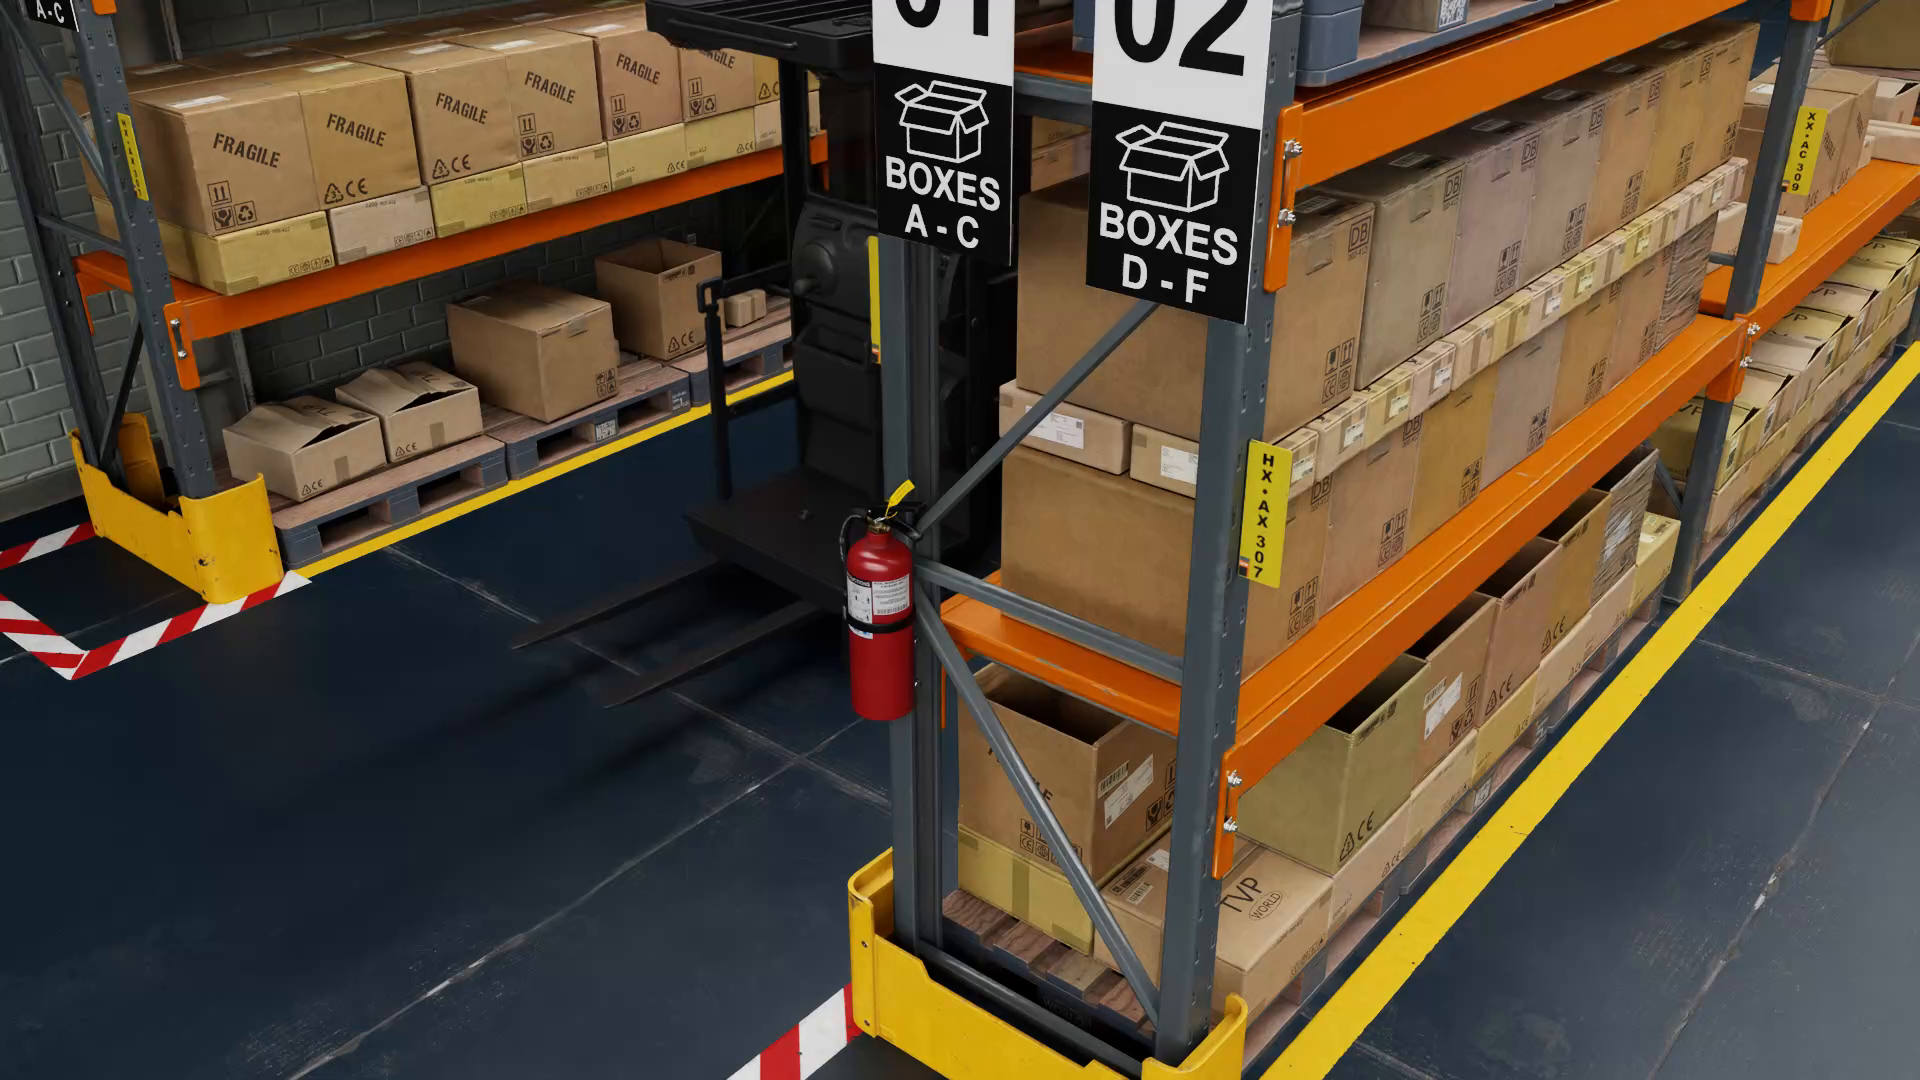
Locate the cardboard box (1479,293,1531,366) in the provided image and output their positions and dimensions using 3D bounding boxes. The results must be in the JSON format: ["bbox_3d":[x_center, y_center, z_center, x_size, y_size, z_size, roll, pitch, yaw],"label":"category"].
[{"bbox_3d":[1.461,-0.664,4.955,0.380,0.149,0.250,20,34,34],"label":"cardboard box"}]

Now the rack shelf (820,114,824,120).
[{"bbox_3d":[0.220,-3.053,11.169,1.077,0.370,4.000,21,34,34],"label":"rack shelf"}]

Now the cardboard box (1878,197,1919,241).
[{"bbox_3d":[5.827,-1.798,10.202,0.500,0.500,0.500,22,35,36],"label":"cardboard box"}]

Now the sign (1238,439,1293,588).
[{"bbox_3d":[0.652,-0.054,3.561,0.100,0.325,0.005,21,34,34],"label":"sign"}]

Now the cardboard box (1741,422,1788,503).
[{"bbox_3d":[3.546,-0.433,7.858,0.500,0.250,0.500,22,34,36],"label":"cardboard box"}]

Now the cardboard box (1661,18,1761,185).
[{"bbox_3d":[2.495,-1.678,6.208,0.700,0.500,0.500,21,34,35],"label":"cardboard box"}]

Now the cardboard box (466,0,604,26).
[{"bbox_3d":[-2.166,-2.475,8.596,0.500,0.500,0.500,22,34,36],"label":"cardboard box"}]

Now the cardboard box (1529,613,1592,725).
[{"bbox_3d":[2.014,0.402,6.243,0.500,0.250,0.500,21,34,34],"label":"cardboard box"}]

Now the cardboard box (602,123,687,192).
[{"bbox_3d":[-1.751,-1.992,8.477,0.500,0.250,0.500,21,34,34],"label":"cardboard box"}]

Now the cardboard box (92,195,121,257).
[{"bbox_3d":[-3.449,-1.409,7.351,0.500,0.250,0.500,21,34,35],"label":"cardboard box"}]

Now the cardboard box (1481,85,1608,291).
[{"bbox_3d":[1.537,-1.144,5.176,0.700,0.500,0.500,21,34,34],"label":"cardboard box"}]

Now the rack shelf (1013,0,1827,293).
[{"bbox_3d":[1.500,-1.520,4.942,1.077,0.370,4.000,21,34,34],"label":"rack shelf"}]

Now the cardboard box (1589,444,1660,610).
[{"bbox_3d":[2.319,-0.113,6.423,0.500,0.500,0.500,21,34,34],"label":"cardboard box"}]

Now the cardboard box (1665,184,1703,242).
[{"bbox_3d":[2.441,-1.209,6.008,0.380,0.149,0.250,20,33,33],"label":"cardboard box"}]

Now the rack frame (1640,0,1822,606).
[{"bbox_3d":[2.772,-1.217,6.837,1.000,3.000,0.127,21,34,34],"label":"rack frame"}]

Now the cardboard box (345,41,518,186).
[{"bbox_3d":[-2.406,-1.955,7.590,0.500,0.500,0.500,19,33,33],"label":"cardboard box"}]

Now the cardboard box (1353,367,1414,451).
[{"bbox_3d":[0.969,-0.390,4.424,0.380,0.149,0.250,21,34,35],"label":"cardboard box"}]

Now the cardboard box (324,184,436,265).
[{"bbox_3d":[-2.722,-1.456,7.441,0.500,0.250,0.500,20,33,33],"label":"cardboard box"}]

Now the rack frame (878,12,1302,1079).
[{"bbox_3d":[0.228,0.202,4.096,1.000,3.000,0.127,21,34,34],"label":"rack frame"}]

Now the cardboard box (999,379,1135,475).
[{"bbox_3d":[0.324,-0.322,4.293,0.380,0.149,0.250,20,33,34],"label":"cardboard box"}]

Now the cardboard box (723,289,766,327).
[{"bbox_3d":[-1.370,-1.402,9.799,0.380,0.166,0.250,16,31,28],"label":"cardboard box"}]

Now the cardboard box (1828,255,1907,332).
[{"bbox_3d":[4.848,-1.405,9.127,0.500,0.311,0.500,20,34,34],"label":"cardboard box"}]

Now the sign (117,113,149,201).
[{"bbox_3d":[-3.178,-1.471,6.386,0.100,0.325,0.005,21,34,34],"label":"sign"}]

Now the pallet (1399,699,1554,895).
[{"bbox_3d":[1.458,0.726,6.117,1.003,0.211,1.213,21,34,34],"label":"pallet"}]

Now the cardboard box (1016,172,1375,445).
[{"bbox_3d":[0.568,-0.600,4.124,0.700,0.500,0.500,21,34,35],"label":"cardboard box"}]

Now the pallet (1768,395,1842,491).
[{"bbox_3d":[3.987,-0.685,8.845,1.003,0.211,1.213,21,34,34],"label":"pallet"}]

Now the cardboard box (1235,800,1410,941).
[{"bbox_3d":[1.056,0.933,5.218,0.500,0.250,0.500,21,34,34],"label":"cardboard box"}]

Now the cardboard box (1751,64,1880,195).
[{"bbox_3d":[4.262,-2.079,8.396,0.500,0.500,0.500,19,33,32],"label":"cardboard box"}]

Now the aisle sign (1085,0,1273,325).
[{"bbox_3d":[0.423,-0.840,3.280,0.394,0.787,0.004,21,34,34],"label":"aisle sign"}]

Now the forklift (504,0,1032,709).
[{"bbox_3d":[-0.494,-1.097,6.681,1.130,2.935,3.031,24,36,38],"label":"forklift"}]

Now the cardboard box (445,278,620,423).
[{"bbox_3d":[-2.219,-0.997,8.654,0.700,0.500,0.500,18,33,31],"label":"cardboard box"}]

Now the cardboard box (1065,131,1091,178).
[{"bbox_3d":[0.657,-2.747,12.038,0.700,0.500,0.500,21,34,34],"label":"cardboard box"}]

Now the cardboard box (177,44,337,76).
[{"bbox_3d":[-3.133,-1.925,7.532,0.500,0.500,0.500,21,34,35],"label":"cardboard box"}]

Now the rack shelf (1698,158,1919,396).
[{"bbox_3d":[4.044,-1.606,8.373,1.077,0.370,4.000,21,34,34],"label":"rack shelf"}]

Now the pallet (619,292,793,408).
[{"bbox_3d":[-1.452,-1.176,9.794,1.003,0.211,1.213,21,34,34],"label":"pallet"}]

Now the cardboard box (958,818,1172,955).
[{"bbox_3d":[0.341,0.960,5.165,0.500,0.250,0.500,21,34,34],"label":"cardboard box"}]

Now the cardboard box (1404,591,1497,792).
[{"bbox_3d":[1.365,0.419,5.394,0.500,0.500,0.500,21,34,34],"label":"cardboard box"}]

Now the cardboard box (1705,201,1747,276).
[{"bbox_3d":[3.052,-1.337,7.234,0.500,0.250,0.500,23,35,37],"label":"cardboard box"}]

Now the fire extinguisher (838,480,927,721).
[{"bbox_3d":[-0.206,0.142,4.295,0.296,0.674,0.183,21,34,34],"label":"fire extinguisher"}]

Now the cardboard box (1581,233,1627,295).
[{"bbox_3d":[1.956,-0.940,5.488,0.380,0.149,0.250,22,34,36],"label":"cardboard box"}]

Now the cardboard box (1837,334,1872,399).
[{"bbox_3d":[4.523,-0.981,8.917,0.500,0.250,0.500,22,34,36],"label":"cardboard box"}]

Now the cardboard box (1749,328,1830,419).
[{"bbox_3d":[3.878,-0.864,8.082,0.500,0.311,0.500,19,33,33],"label":"cardboard box"}]

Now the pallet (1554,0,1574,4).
[{"bbox_3d":[1.473,-1.769,4.737,1.003,0.211,1.213,21,34,34],"label":"pallet"}]

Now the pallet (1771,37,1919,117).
[{"bbox_3d":[5.693,-2.810,10.127,1.213,0.211,1.003,21,34,34],"label":"pallet"}]

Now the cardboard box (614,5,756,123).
[{"bbox_3d":[-1.428,-2.502,8.647,0.500,0.500,0.500,21,34,34],"label":"cardboard box"}]

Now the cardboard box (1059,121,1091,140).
[{"bbox_3d":[0.663,-3.045,11.797,0.500,0.250,0.500,21,34,35],"label":"cardboard box"}]

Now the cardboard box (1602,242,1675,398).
[{"bbox_3d":[2.164,-0.913,6.141,0.700,0.500,0.500,20,34,34],"label":"cardboard box"}]

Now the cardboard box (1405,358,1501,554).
[{"bbox_3d":[1.185,-0.367,5.085,0.700,0.500,0.500,21,34,35],"label":"cardboard box"}]
